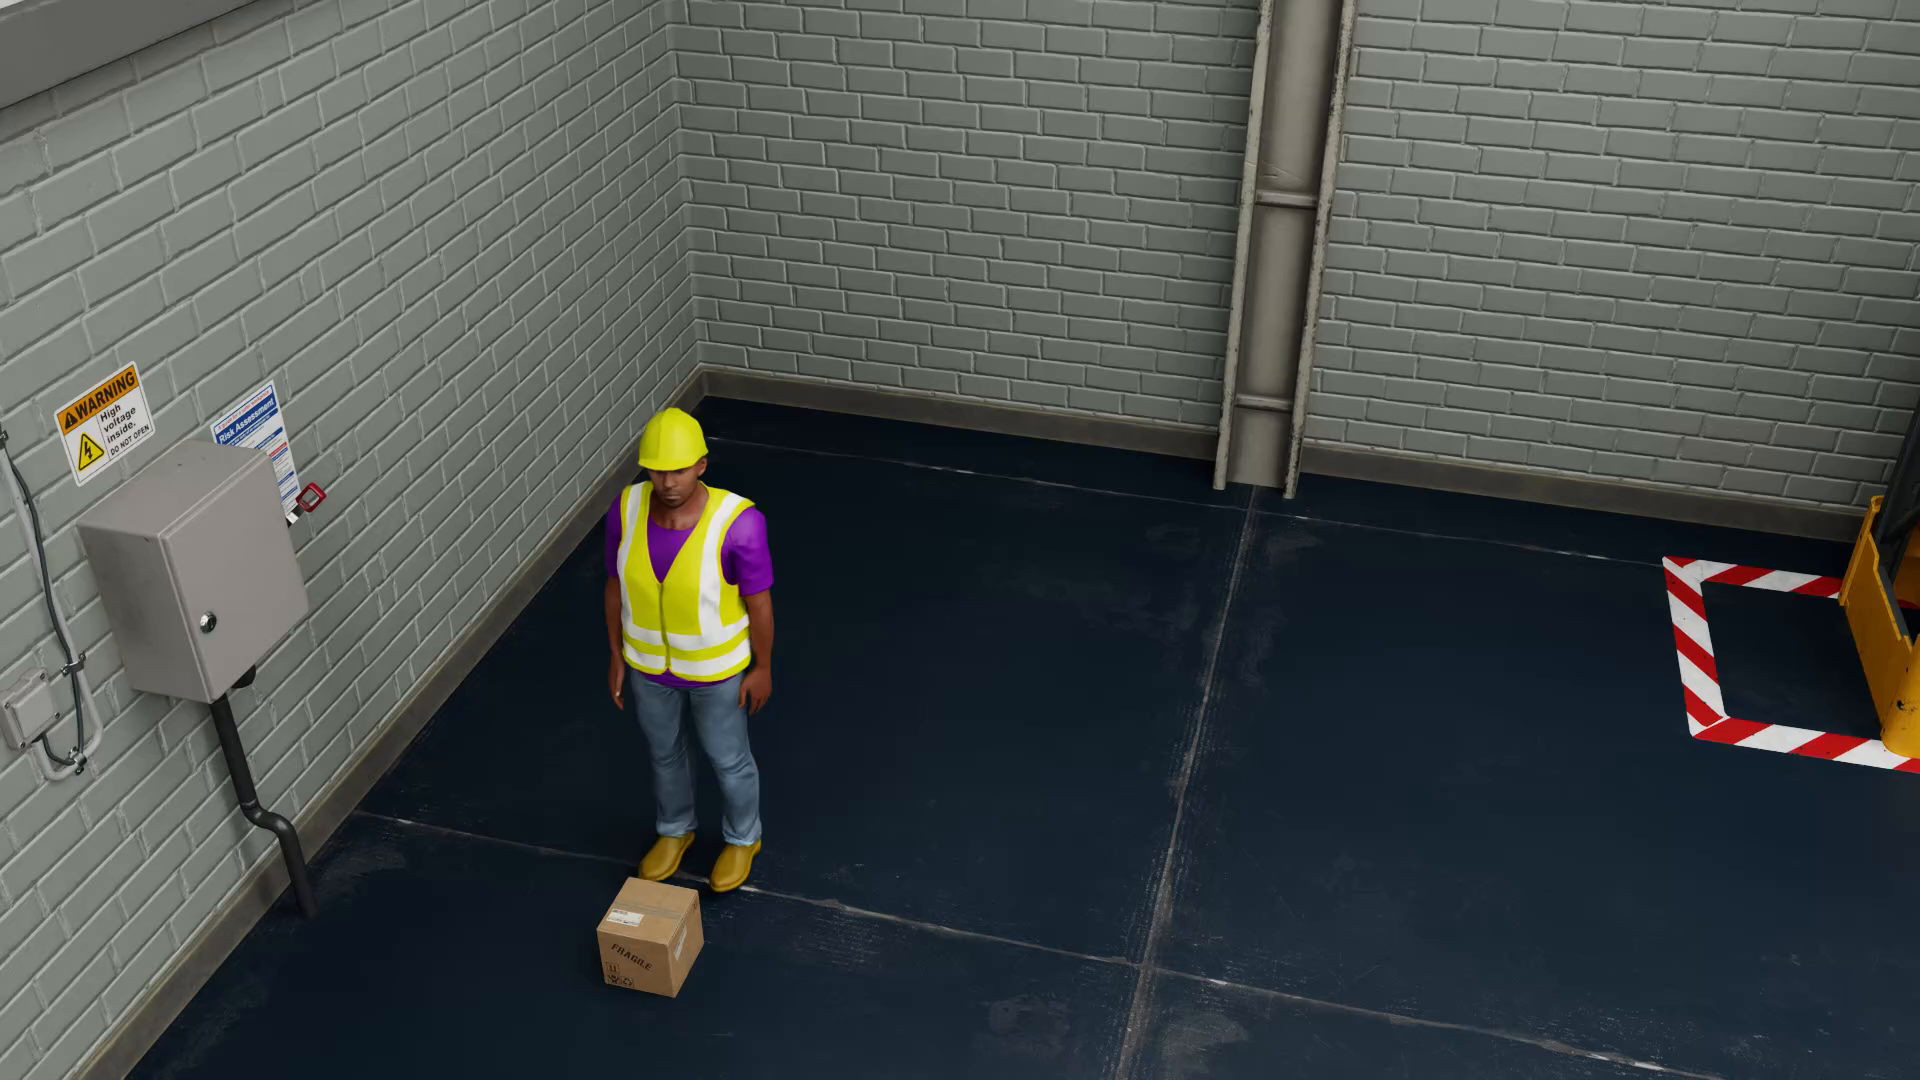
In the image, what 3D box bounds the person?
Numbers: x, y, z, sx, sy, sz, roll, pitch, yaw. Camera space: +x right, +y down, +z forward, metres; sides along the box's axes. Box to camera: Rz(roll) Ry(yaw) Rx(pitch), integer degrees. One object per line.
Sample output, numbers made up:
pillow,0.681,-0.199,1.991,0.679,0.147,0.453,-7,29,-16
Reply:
person,-0.889,0.394,5.454,0.562,1.766,0.391,8,34,13
